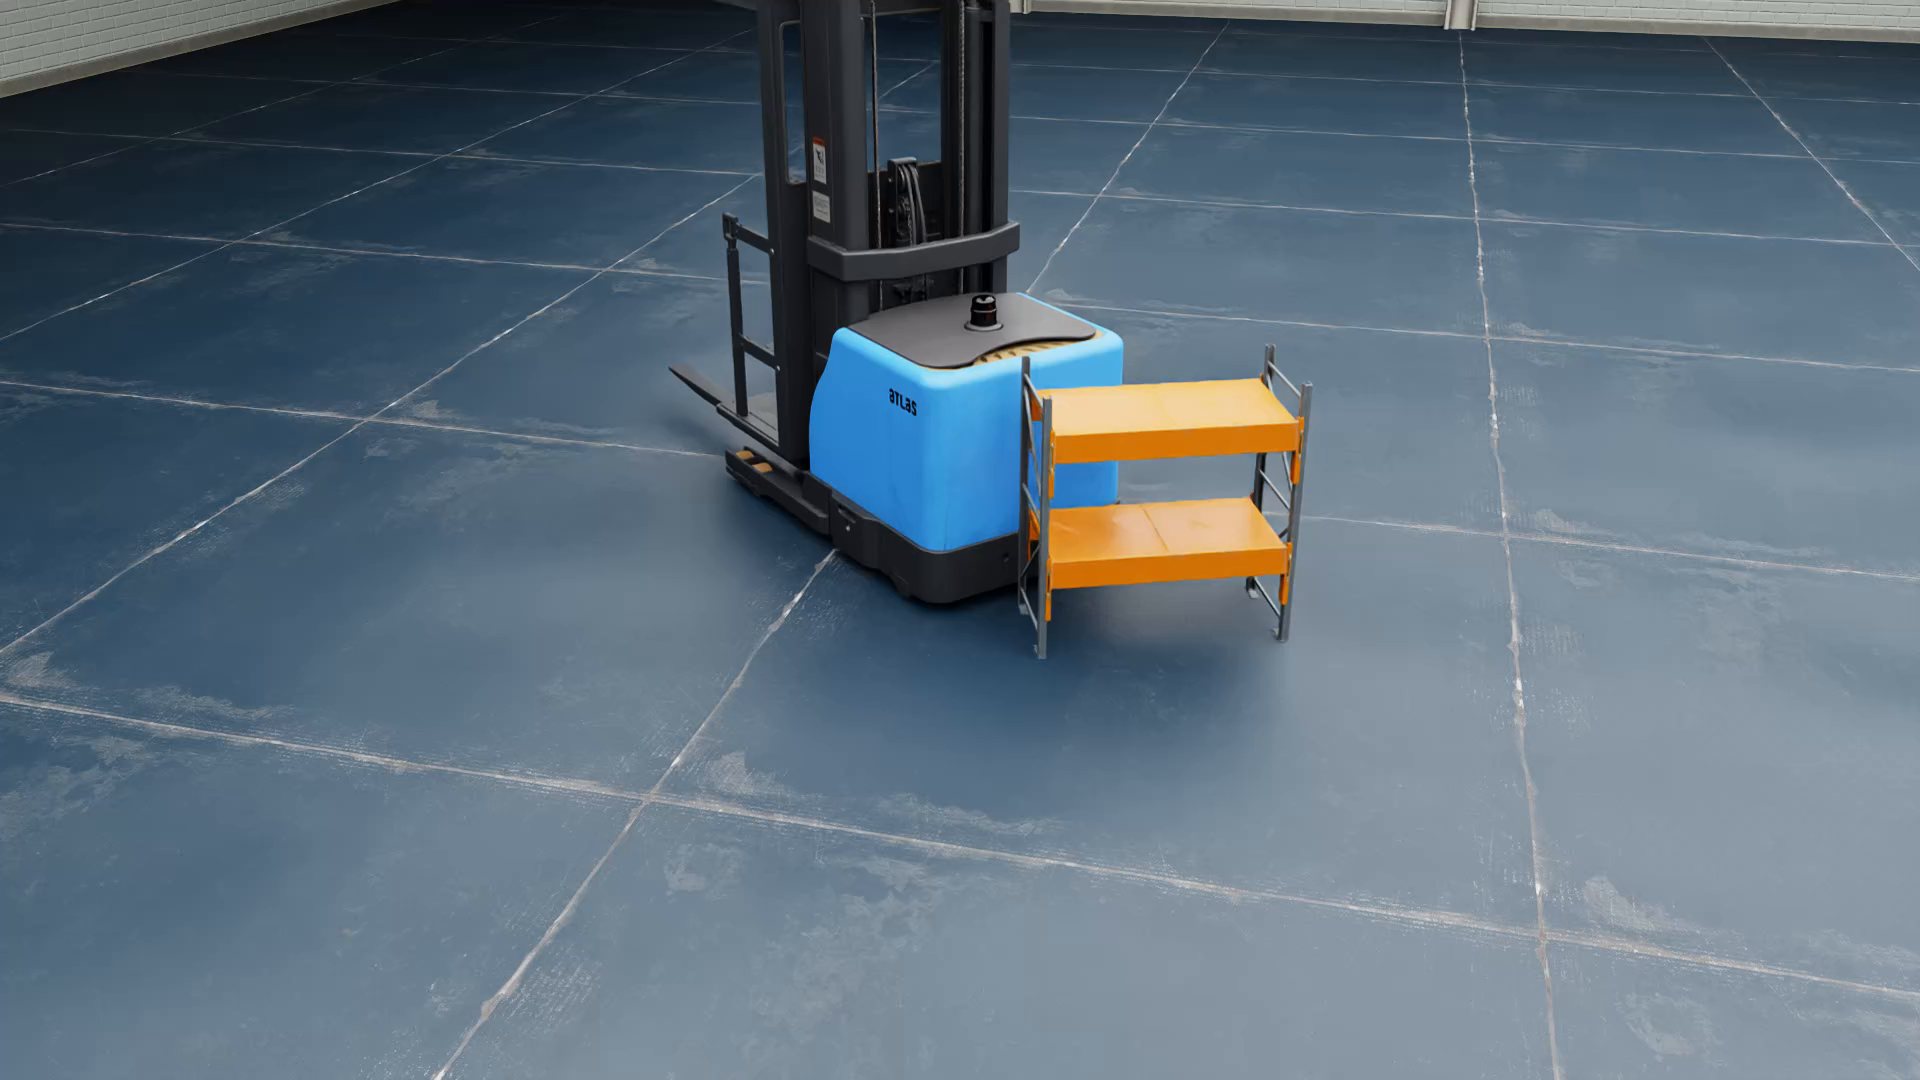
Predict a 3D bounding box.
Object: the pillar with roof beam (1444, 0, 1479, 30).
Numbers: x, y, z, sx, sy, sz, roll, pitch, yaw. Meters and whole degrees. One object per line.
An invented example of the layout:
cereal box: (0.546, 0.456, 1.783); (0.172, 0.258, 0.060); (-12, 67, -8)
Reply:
pillar with roof beam: (5.515, -9.026, 16.240); (0.400, 9.000, 9.100); (6, 26, 13)

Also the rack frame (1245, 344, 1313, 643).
rack frame: (1.304, -0.191, 6.844); (0.032, 1.125, 0.500); (-4, 26, -7)

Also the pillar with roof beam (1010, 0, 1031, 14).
pillar with roof beam: (-0.296, -9.668, 17.589); (0.400, 9.000, 9.100); (6, 26, 13)

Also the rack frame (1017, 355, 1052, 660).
rack frame: (0.298, -0.129, 6.713); (0.032, 1.125, 0.500); (-4, 26, -7)

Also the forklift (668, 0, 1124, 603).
forklift: (-0.516, -1.639, 7.783); (1.130, 2.935, 3.031); (-16, 30, -30)

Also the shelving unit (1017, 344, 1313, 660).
shelving unit: (0.801, -0.160, 6.778); (1.048, 1.125, 0.538); (-4, 26, -7)

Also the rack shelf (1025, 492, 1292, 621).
rack shelf: (0.801, 0.060, 6.883); (1.000, 0.278, 0.538); (-4, 26, -7)

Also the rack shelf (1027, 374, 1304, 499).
rack shelf: (0.801, -0.425, 6.652); (1.000, 0.278, 0.538); (-4, 26, -7)
